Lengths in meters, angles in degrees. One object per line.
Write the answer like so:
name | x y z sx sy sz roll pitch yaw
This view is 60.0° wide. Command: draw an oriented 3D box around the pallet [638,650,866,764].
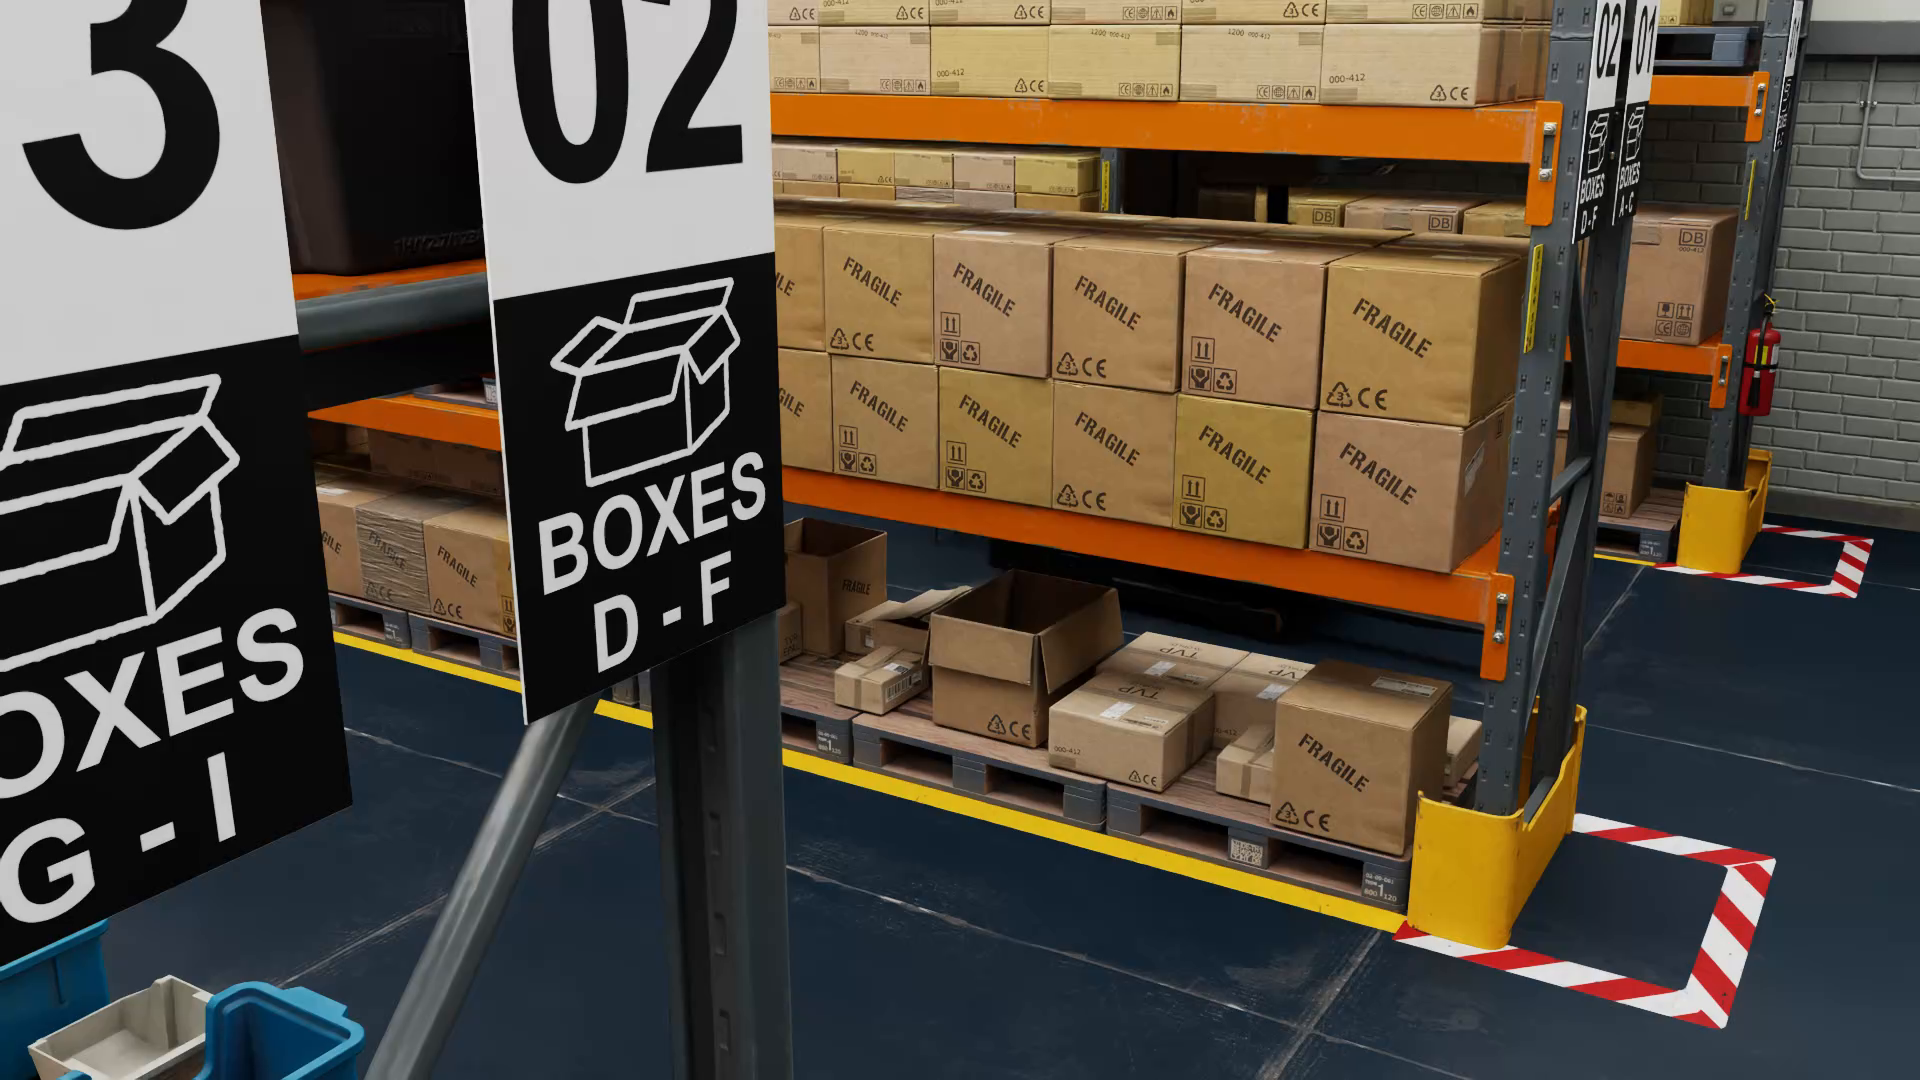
pallet | -0.744 0.656 7.858 1.213 0.211 1.003 10 20 30

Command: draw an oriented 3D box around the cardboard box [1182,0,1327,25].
cardboard box | 1.082 -1.868 5.607 0.500 0.250 0.500 10 20 30

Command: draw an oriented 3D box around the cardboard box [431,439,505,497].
cardboard box | -2.466 -0.442 8.929 0.500 0.250 0.500 10 20 30

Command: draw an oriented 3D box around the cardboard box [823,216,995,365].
cardboard box | -0.197 -1.011 6.656 0.500 0.500 0.500 9 19 28

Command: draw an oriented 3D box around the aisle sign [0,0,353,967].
aisle sign | -0.608 -0.108 1.105 0.004 0.787 0.394 10 20 30

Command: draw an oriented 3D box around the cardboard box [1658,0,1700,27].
cardboard box | 3.906 -3.060 9.495 0.500 0.250 0.500 11 20 32

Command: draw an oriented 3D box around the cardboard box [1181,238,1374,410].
cardboard box | 1.126 -0.777 5.885 0.500 0.500 0.500 11 20 32

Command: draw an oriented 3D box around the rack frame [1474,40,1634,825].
rack frame | 2.080 -0.174 5.794 0.127 3.000 1.000 10 20 30

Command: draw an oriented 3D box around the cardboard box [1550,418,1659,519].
cardboard box | 4.020 -0.488 10.406 0.500 0.500 0.700 10 20 30

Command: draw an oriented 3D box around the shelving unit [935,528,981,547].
shelving unit | -0.012 -0.576 10.214 0.189 1.200 0.258 10 20 30

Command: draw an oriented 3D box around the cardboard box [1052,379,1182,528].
cardboard box | 0.689 -0.378 6.293 0.500 0.500 0.500 10 20 30

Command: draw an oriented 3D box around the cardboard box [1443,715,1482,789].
cardboard box | 1.903 0.830 6.634 0.250 0.149 0.380 10 20 30

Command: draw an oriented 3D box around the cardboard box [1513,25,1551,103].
cardboard box | 1.775 -1.679 5.844 0.500 0.250 0.500 10 20 30

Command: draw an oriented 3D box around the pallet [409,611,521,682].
pallet | -2.042 0.437 8.579 1.213 0.211 1.003 10 20 30

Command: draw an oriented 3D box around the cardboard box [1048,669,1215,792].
cardboard box | 0.694 0.757 6.701 0.500 0.250 0.500 10 20 30

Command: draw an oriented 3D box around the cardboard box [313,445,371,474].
cardboard box | -3.377 -0.243 9.563 0.500 0.500 0.500 9 19 28

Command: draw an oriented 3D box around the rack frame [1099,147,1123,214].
rack frame | 1.261 -2.010 11.838 0.127 3.000 1.000 10 20 30

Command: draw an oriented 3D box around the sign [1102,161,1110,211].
sign | 0.985 -2.390 11.234 0.005 0.325 0.100 10 20 30

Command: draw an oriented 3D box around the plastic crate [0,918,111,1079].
plastic crate | -1.676 0.784 2.824 0.300 0.233 0.416 10 20 30

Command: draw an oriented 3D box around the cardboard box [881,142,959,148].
cardboard box | -0.317 -2.937 12.879 0.500 0.250 0.500 10 19 29

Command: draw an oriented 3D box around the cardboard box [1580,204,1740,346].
cardboard box | 4.229 -1.620 10.038 0.700 0.700 0.980 11 20 33

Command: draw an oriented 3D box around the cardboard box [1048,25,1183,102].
cardboard box | 0.651 -1.702 5.921 0.500 0.250 0.500 10 20 30

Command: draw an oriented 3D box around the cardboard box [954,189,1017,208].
cardboard box | 0.295 -2.293 12.050 0.500 0.500 0.500 10 20 31

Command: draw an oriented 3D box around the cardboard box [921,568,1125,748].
cardboard box | 0.275 0.486 7.159 0.637 0.503 0.797 10 20 30

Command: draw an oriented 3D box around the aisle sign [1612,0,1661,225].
aisle sign | 2.292 -1.481 5.622 0.004 0.787 0.394 10 20 30

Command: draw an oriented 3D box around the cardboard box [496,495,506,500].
cardboard box | -2.074 -0.009 8.795 0.500 0.500 0.500 10 20 31

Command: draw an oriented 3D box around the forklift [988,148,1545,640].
forklift | 1.659 -1.057 8.817 3.031 2.935 1.130 12 20 34

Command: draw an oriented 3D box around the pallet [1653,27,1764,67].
pallet | 4.031 -2.905 9.775 1.213 0.211 1.003 10 20 30

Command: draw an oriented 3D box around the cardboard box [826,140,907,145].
cardboard box | -0.751 -3.014 13.134 0.500 0.250 0.500 10 19 29

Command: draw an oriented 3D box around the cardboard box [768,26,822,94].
cardboard box | -0.620 -1.934 6.684 0.500 0.250 0.500 10 20 30

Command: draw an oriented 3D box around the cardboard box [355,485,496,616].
cardboard box | -2.743 0.045 8.616 0.500 0.500 0.500 10 20 31

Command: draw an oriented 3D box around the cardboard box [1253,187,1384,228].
cardboard box | 2.333 -1.955 11.139 0.700 0.700 0.980 10 19 29

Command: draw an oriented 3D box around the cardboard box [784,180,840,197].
cardboard box | -1.004 -2.523 12.809 0.500 0.500 0.500 10 20 30

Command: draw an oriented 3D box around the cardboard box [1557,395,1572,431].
cardboard box | 3.815 -0.773 10.228 0.250 0.149 0.380 10 19 29

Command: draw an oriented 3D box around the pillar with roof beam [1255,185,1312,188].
pillar with roof beam | 0.057 -3.922 7.811 0.400 9.000 9.100 10 20 30

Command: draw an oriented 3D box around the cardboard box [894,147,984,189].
cardboard box | -0.137 -2.734 12.213 0.500 0.250 0.500 11 20 31

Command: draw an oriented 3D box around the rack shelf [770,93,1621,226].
rack shelf | 0.376 -1.570 6.464 4.000 0.370 1.077 10 20 30

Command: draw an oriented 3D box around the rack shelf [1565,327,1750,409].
rack shelf | 2.965 -1.362 10.941 4.000 0.370 1.077 10 20 30

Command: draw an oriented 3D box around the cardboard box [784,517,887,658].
cardboard box | -0.695 0.219 8.042 0.500 0.500 0.500 10 20 30

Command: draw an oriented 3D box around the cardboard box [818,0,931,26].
cardboard box | -0.197 -2.095 6.355 0.500 0.250 0.500 10 20 30

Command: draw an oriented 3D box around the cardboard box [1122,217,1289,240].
cardboard box | 0.966 -0.988 6.582 0.500 0.500 0.500 10 20 31

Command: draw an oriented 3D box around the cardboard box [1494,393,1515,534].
cardboard box | 1.840 -0.355 6.217 0.500 0.500 0.500 11 20 31

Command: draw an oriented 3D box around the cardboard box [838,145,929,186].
cardboard box | -0.571 -2.811 12.467 0.500 0.250 0.500 10 19 29

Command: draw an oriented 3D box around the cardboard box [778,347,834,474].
cardboard box | -0.599 -0.608 7.051 0.500 0.500 0.500 11 20 31

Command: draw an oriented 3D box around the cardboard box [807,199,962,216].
cardboard box | -0.324 -1.219 7.341 0.500 0.500 0.500 10 19 29

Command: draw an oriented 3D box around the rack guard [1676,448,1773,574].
rack guard | 4.690 -0.202 10.186 0.348 0.500 1.175 10 20 30
